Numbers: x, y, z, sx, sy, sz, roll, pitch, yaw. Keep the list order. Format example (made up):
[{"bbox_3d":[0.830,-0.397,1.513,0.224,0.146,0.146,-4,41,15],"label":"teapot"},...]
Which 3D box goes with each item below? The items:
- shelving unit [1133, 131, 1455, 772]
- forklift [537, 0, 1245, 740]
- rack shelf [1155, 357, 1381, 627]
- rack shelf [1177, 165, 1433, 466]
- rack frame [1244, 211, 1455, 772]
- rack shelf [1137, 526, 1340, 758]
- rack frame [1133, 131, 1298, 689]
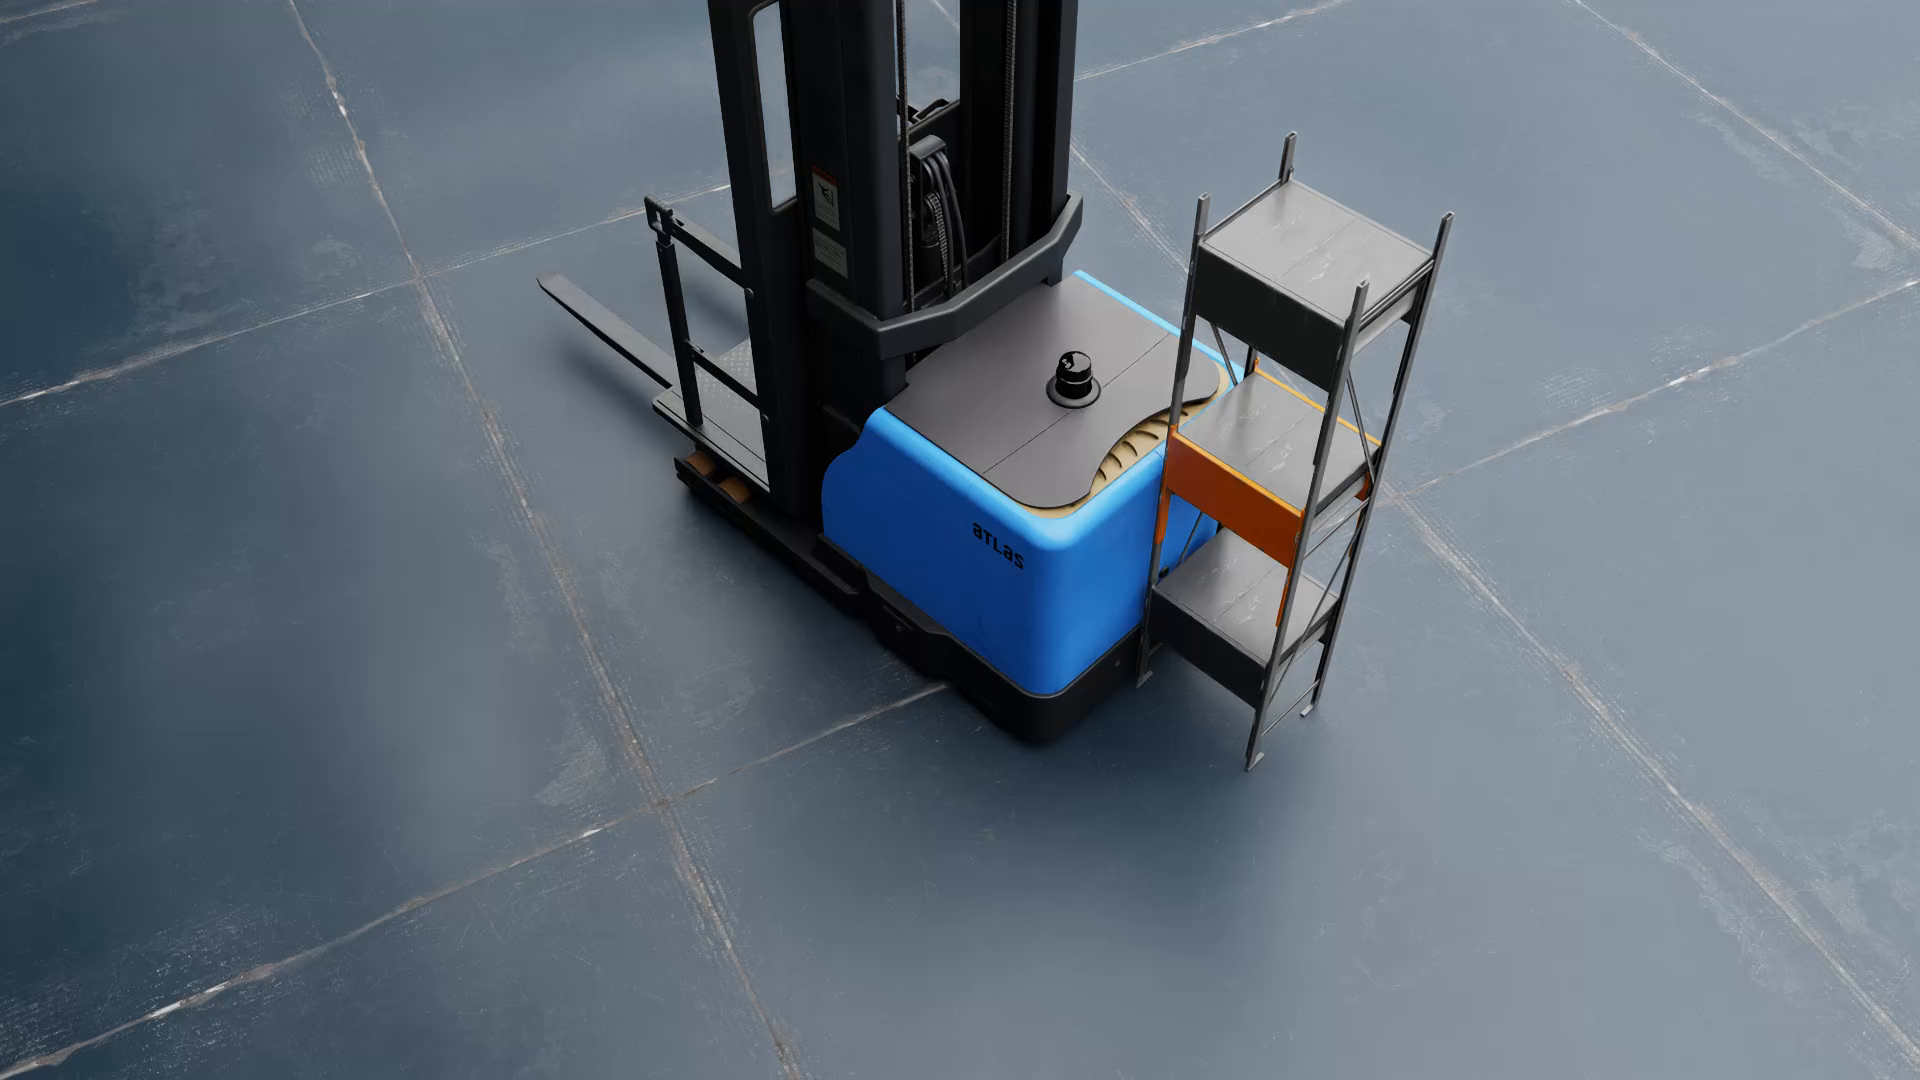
[{"bbox_3d":[0.924,-0.154,4.990,0.503,2.100,0.431,36,58,27],"label":"shelving unit"},{"bbox_3d":[-0.445,-1.292,5.433,3.031,2.935,1.130,36,58,27],"label":"forklift"},{"bbox_3d":[0.924,-0.145,5.000,0.480,0.518,0.431,36,58,27],"label":"rack shelf"},{"bbox_3d":[0.924,-0.606,4.473,0.480,0.518,0.431,36,58,27],"label":"rack shelf"},{"bbox_3d":[1.099,-0.025,4.877,0.015,2.100,0.400,36,58,27],"label":"rack frame"},{"bbox_3d":[0.924,0.316,5.527,0.480,0.518,0.431,36,58,27],"label":"rack shelf"},{"bbox_3d":[0.749,-0.282,5.102,0.015,2.100,0.400,36,58,27],"label":"rack frame"}]
